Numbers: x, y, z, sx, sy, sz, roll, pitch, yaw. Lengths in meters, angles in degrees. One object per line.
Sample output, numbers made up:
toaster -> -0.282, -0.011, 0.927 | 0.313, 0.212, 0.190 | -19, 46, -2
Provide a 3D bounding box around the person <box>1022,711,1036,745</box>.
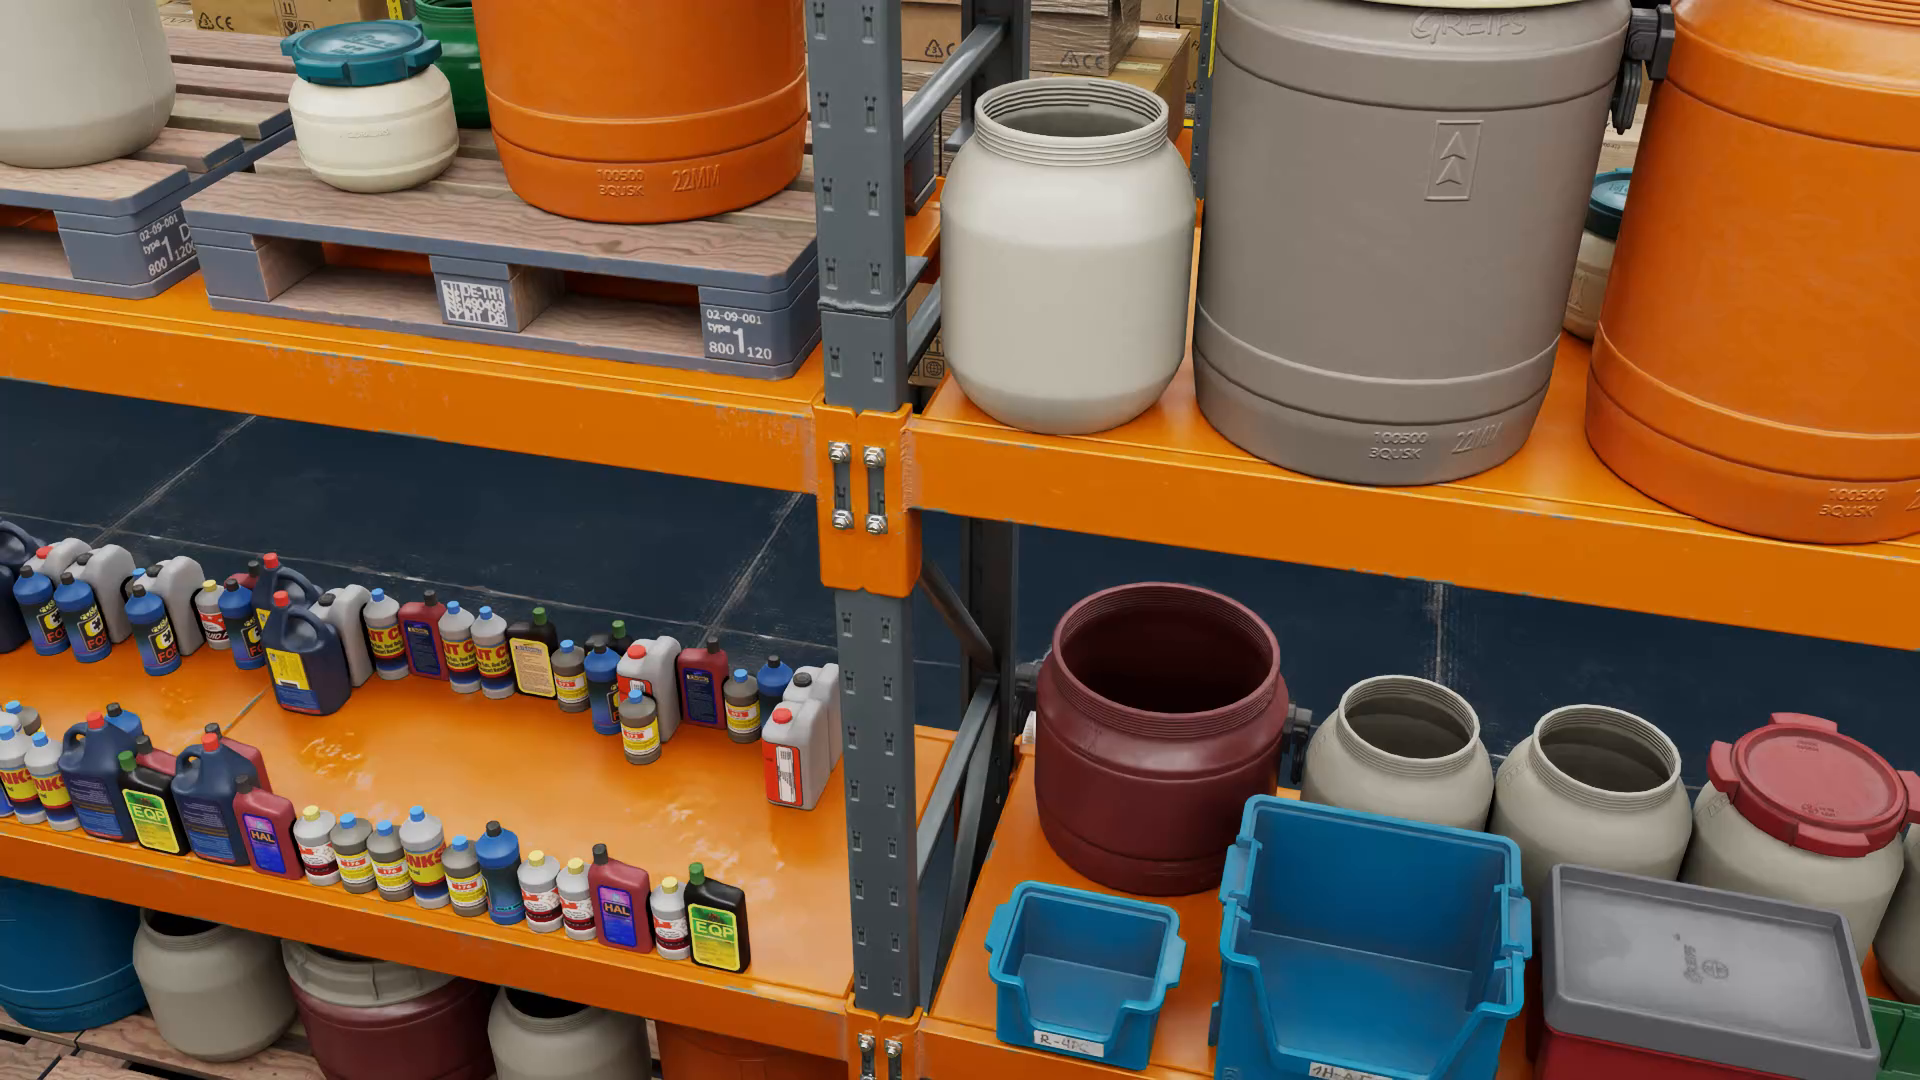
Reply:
person -> 0.587, 0.763, 5.611 | 0.906, 0.970, 0.459 | 18, 37, 25
